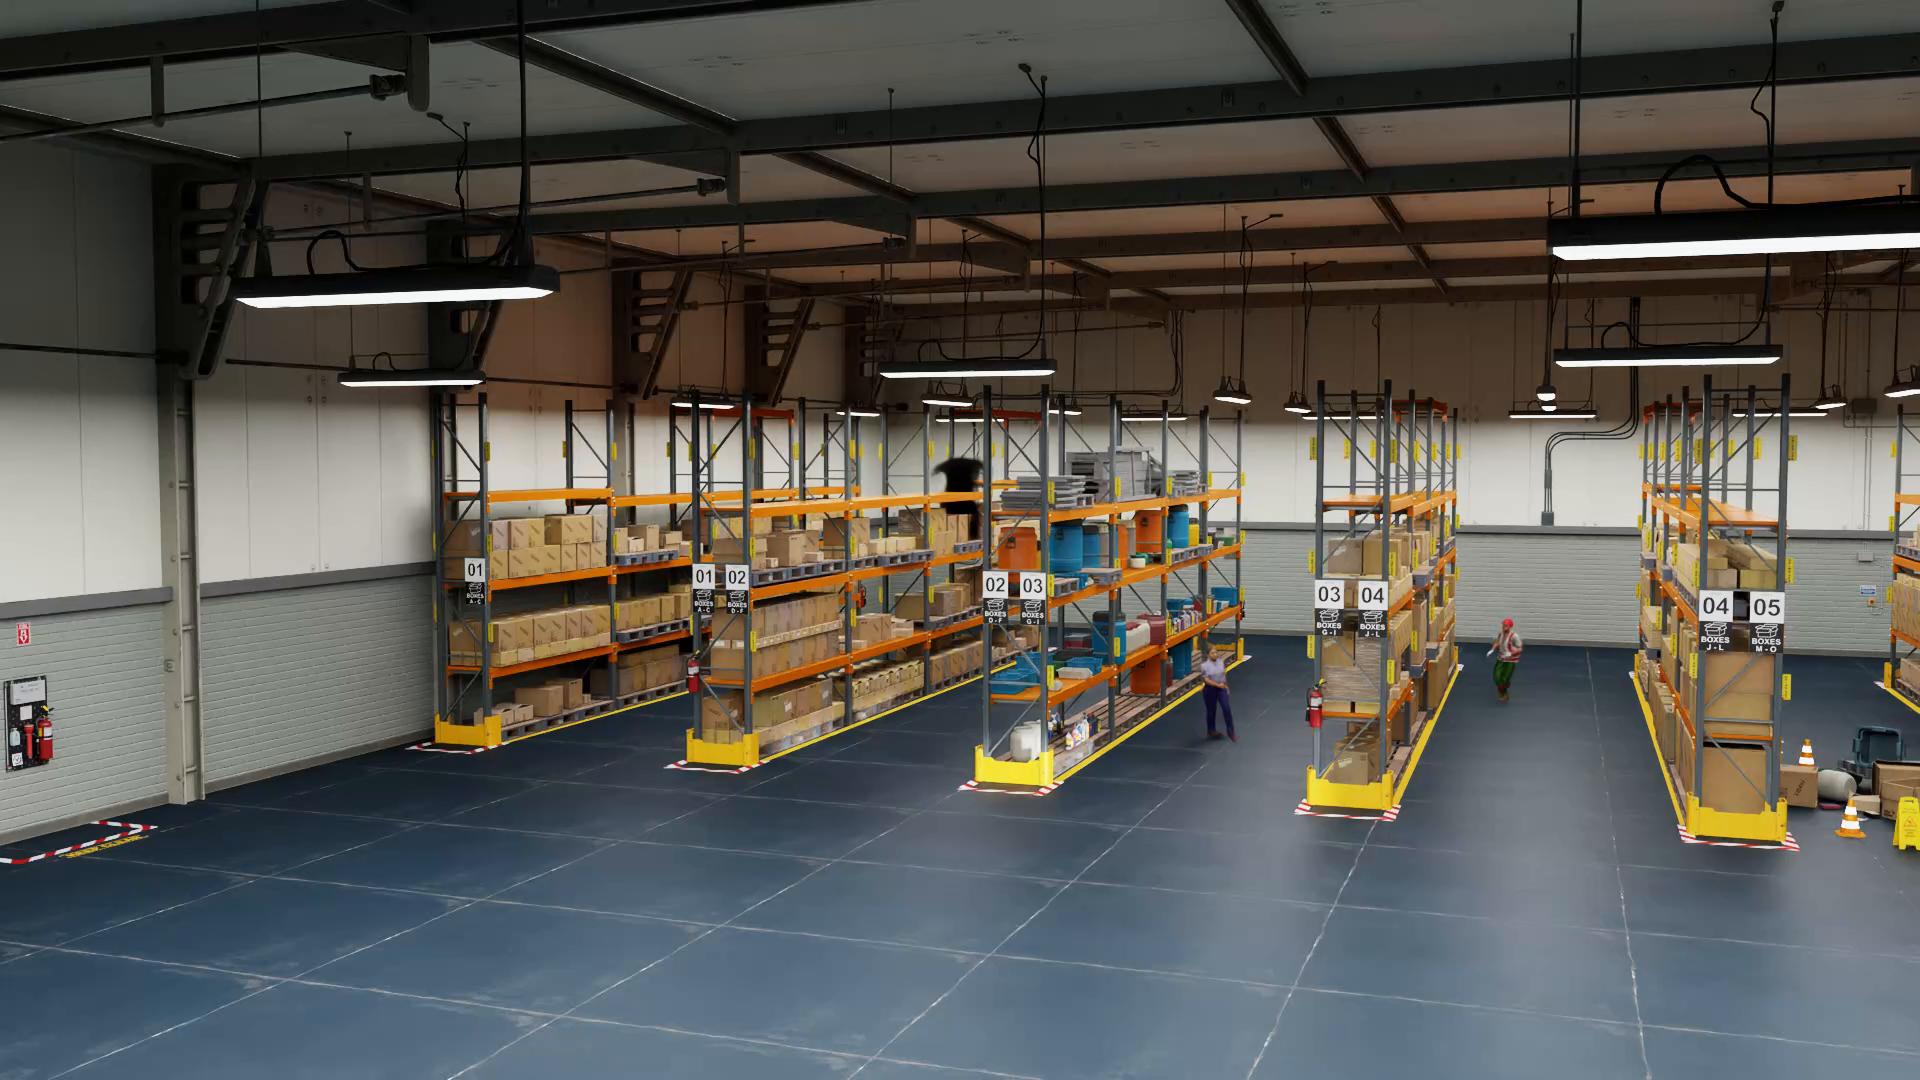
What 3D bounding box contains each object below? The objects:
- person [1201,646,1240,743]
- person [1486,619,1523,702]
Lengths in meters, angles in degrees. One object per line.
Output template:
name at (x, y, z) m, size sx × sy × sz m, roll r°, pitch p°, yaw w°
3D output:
person at (4.441, 2.650, 28.771) m, size 0.596 × 1.640 × 0.763 m, roll -1°, pitch 3°, yaw -13°
person at (10.960, 2.405, 33.340) m, size 0.581 × 1.694 × 0.773 m, roll -3°, pitch 4°, yaw -45°
